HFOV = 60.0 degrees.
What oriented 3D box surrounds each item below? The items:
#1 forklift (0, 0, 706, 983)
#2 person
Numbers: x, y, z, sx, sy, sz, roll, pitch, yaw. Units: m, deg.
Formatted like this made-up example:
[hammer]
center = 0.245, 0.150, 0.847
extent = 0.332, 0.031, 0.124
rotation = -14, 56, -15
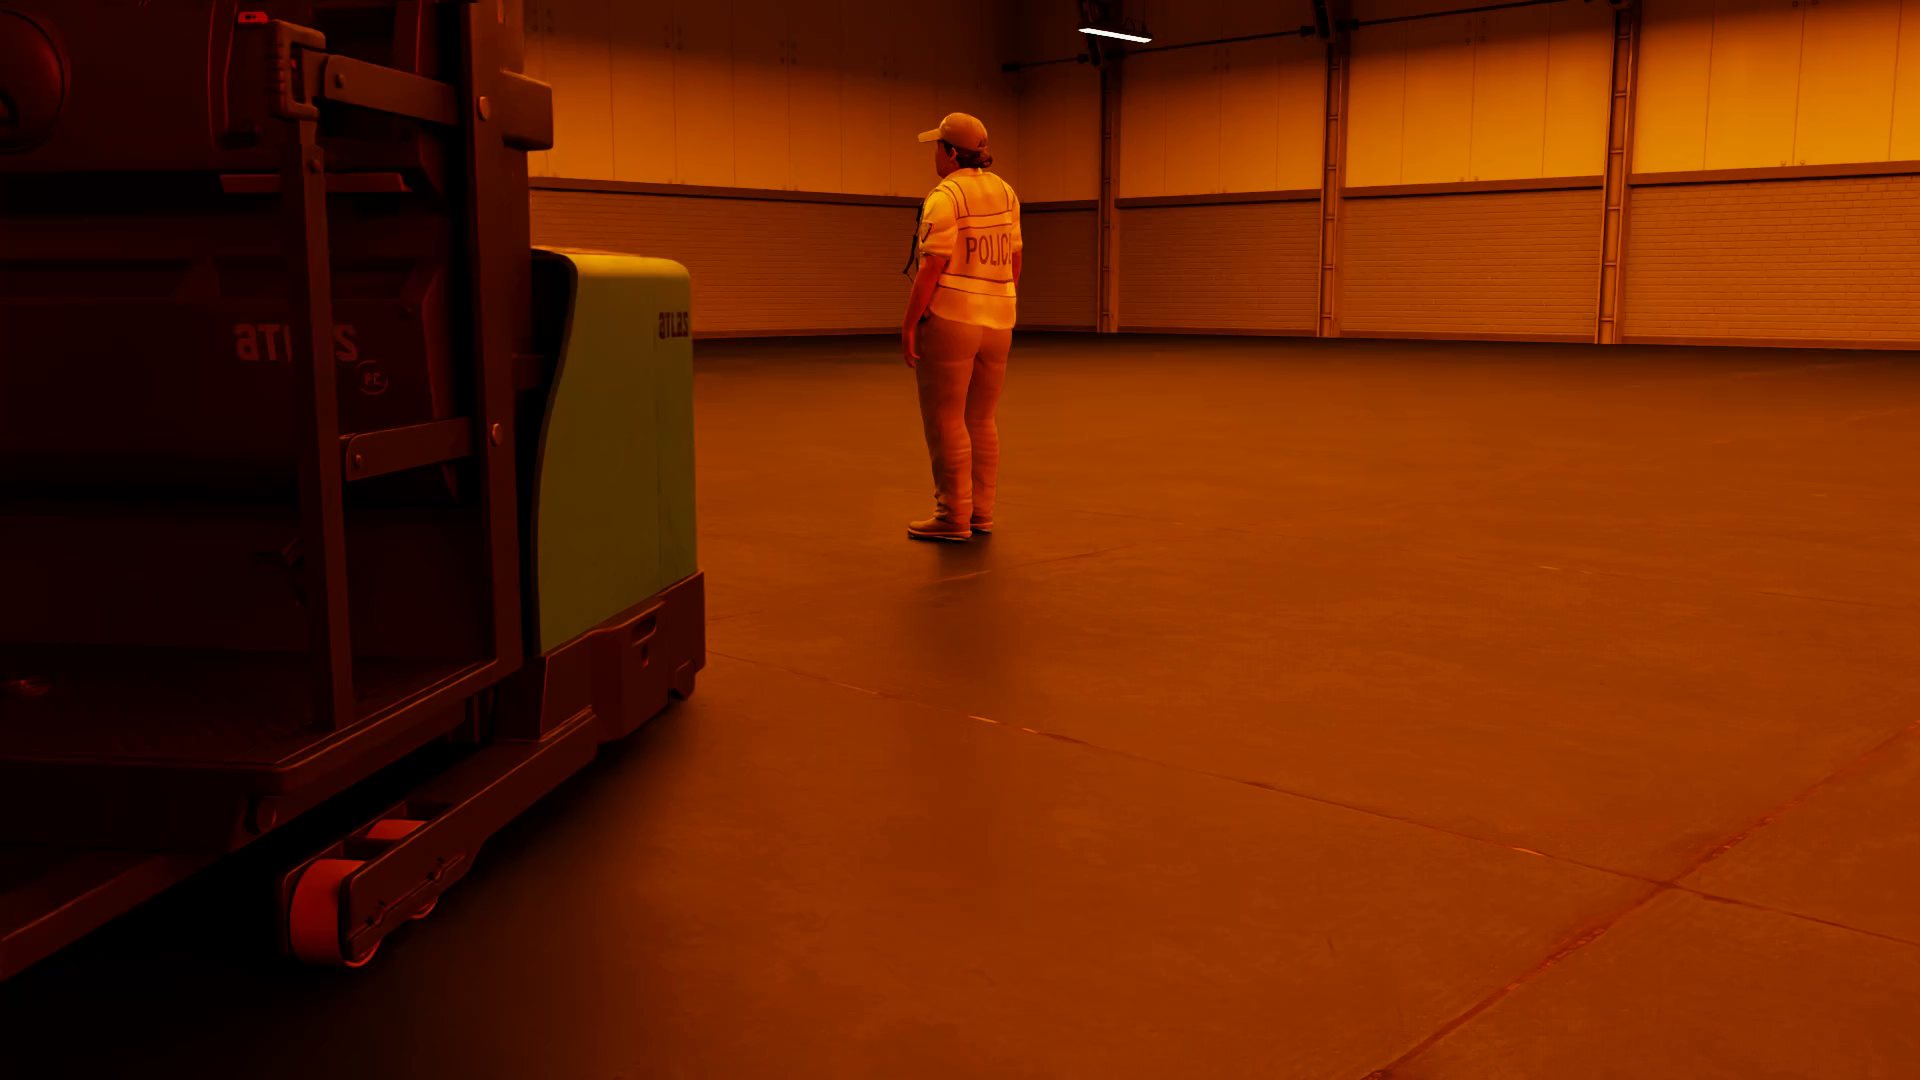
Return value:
[forklift]
center = -1.373, -0.867, 2.630
extent = 1.130, 2.935, 3.031
rotation = 1, 9, 9
[person]
center = -0.039, -0.841, 6.661
extent = 0.529, 1.670, 0.598
rotation = 8, 12, 43
